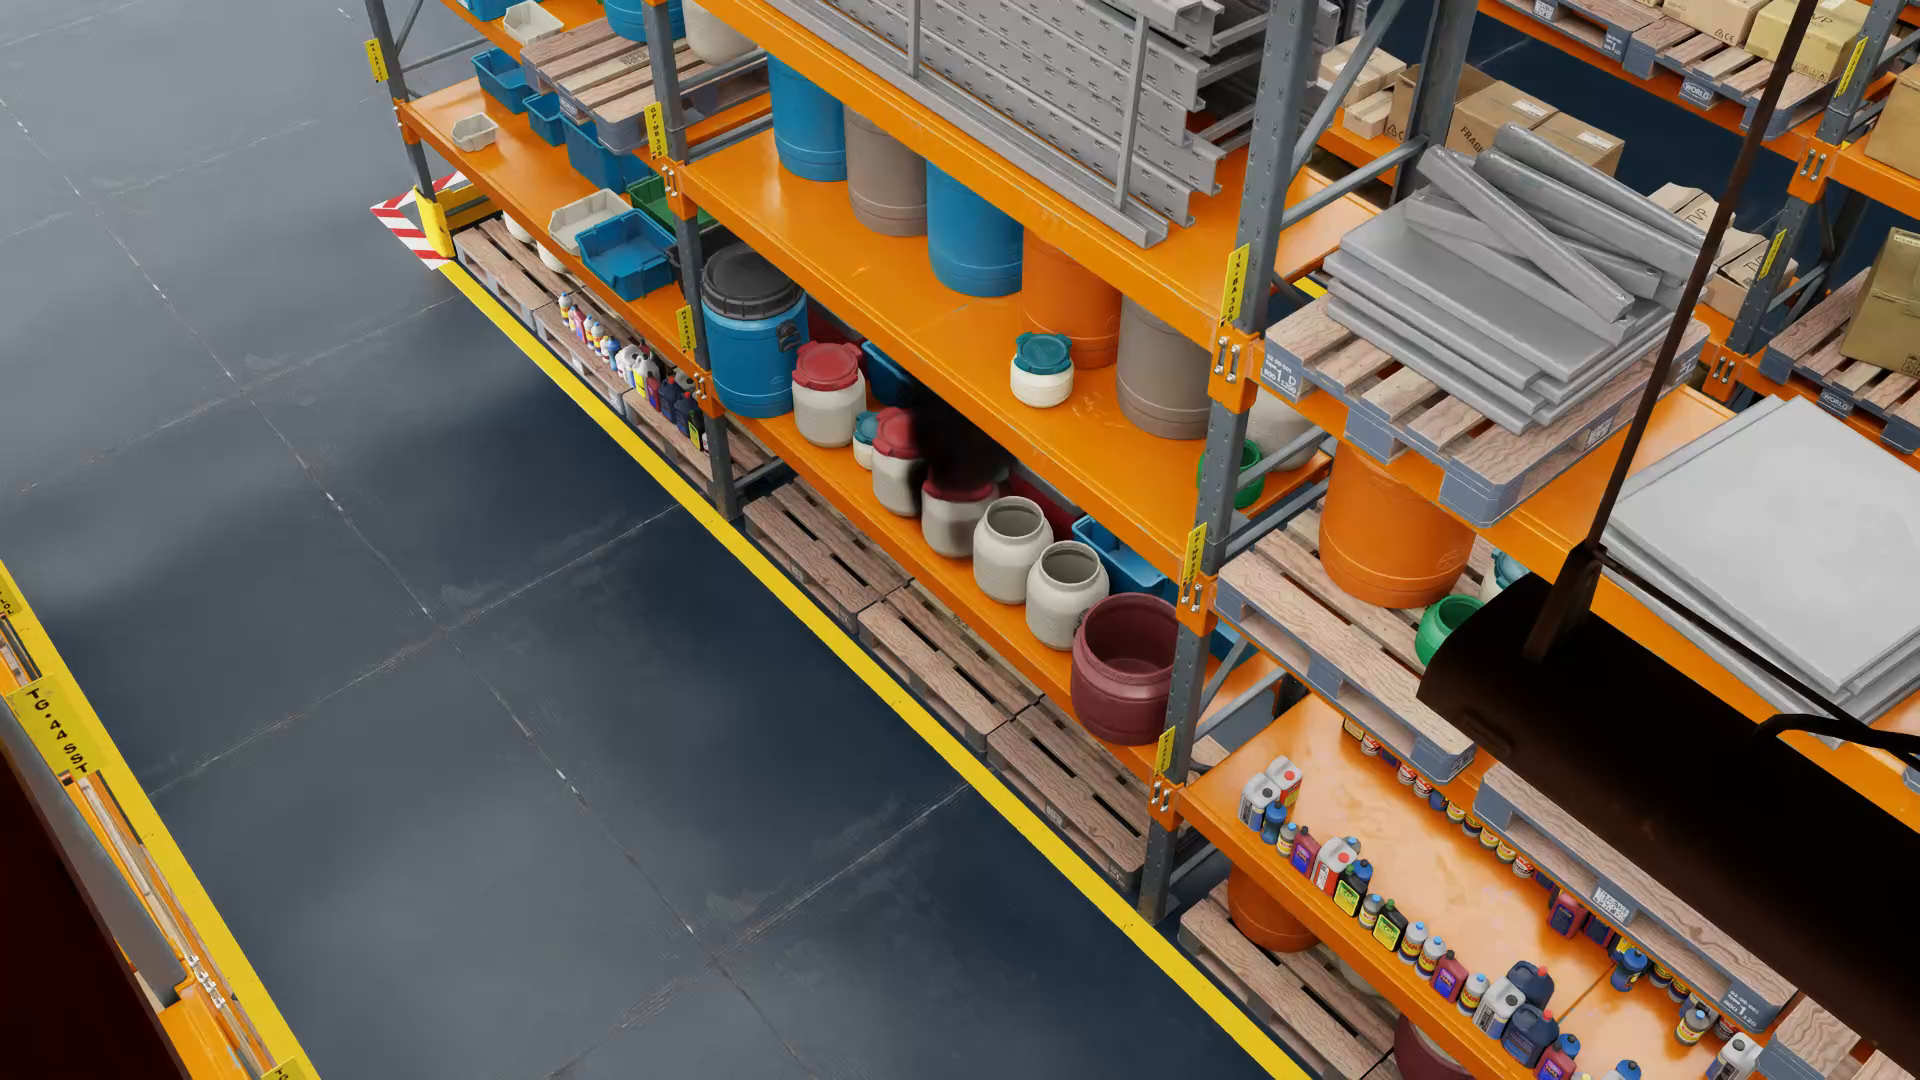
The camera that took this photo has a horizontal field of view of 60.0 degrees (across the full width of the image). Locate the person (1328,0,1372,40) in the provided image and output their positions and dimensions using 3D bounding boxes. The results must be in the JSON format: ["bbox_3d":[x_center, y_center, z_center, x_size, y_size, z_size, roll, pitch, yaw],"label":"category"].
[{"bbox_3d":[3.425,-4.760,14.276,0.735,1.750,0.647,30,53,25],"label":"person"}]
